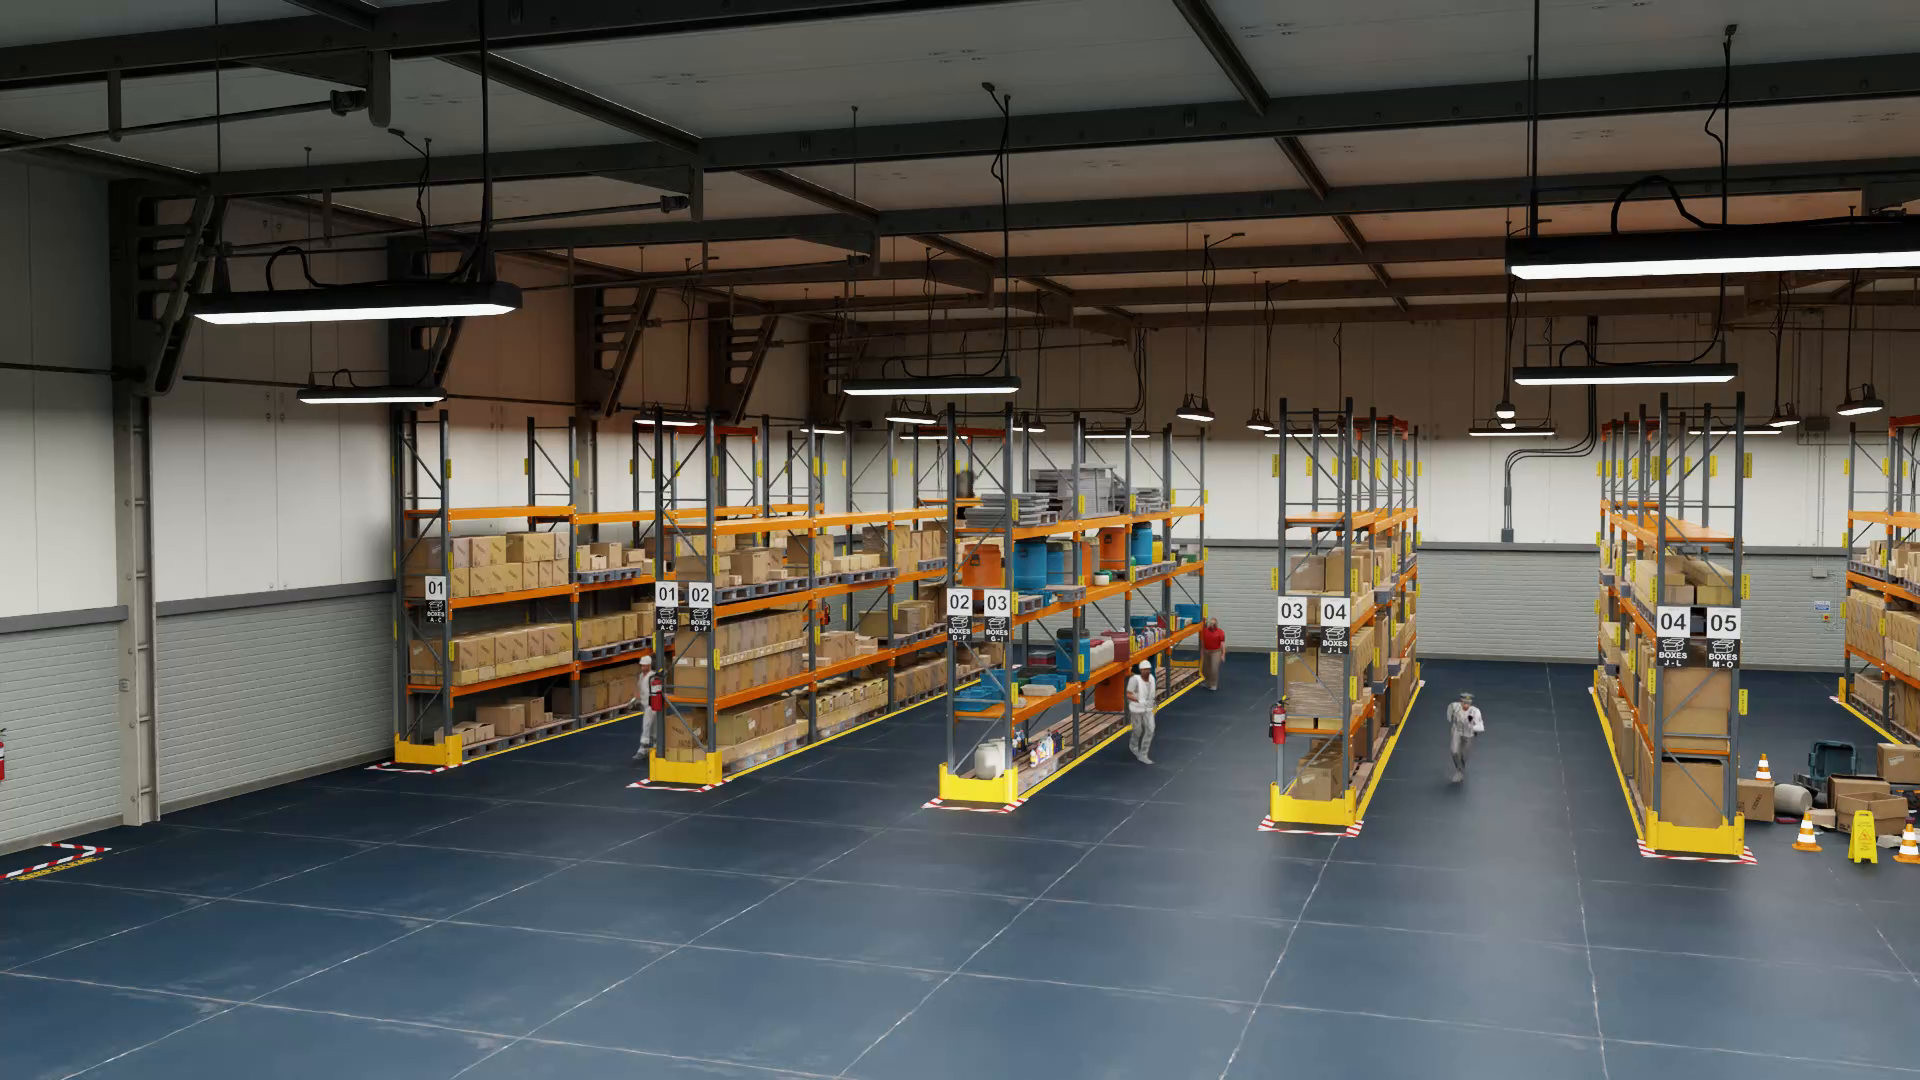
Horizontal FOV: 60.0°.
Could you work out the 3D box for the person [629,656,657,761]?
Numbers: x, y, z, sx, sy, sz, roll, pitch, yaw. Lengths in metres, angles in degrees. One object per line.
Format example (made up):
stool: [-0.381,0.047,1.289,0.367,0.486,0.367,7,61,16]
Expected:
person: [-5.458,2.884,28.883,0.764,1.780,0.747,-2,3,-36]

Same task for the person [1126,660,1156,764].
person: [3.037,2.899,28.301,0.642,1.752,0.862,-1,3,-21]

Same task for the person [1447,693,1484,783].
person: [8.030,3.124,26.427,0.569,1.437,1.043,1,3,18]

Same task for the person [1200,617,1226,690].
person: [5.732,2.557,37.595,0.807,1.656,0.613,2,3,39]
